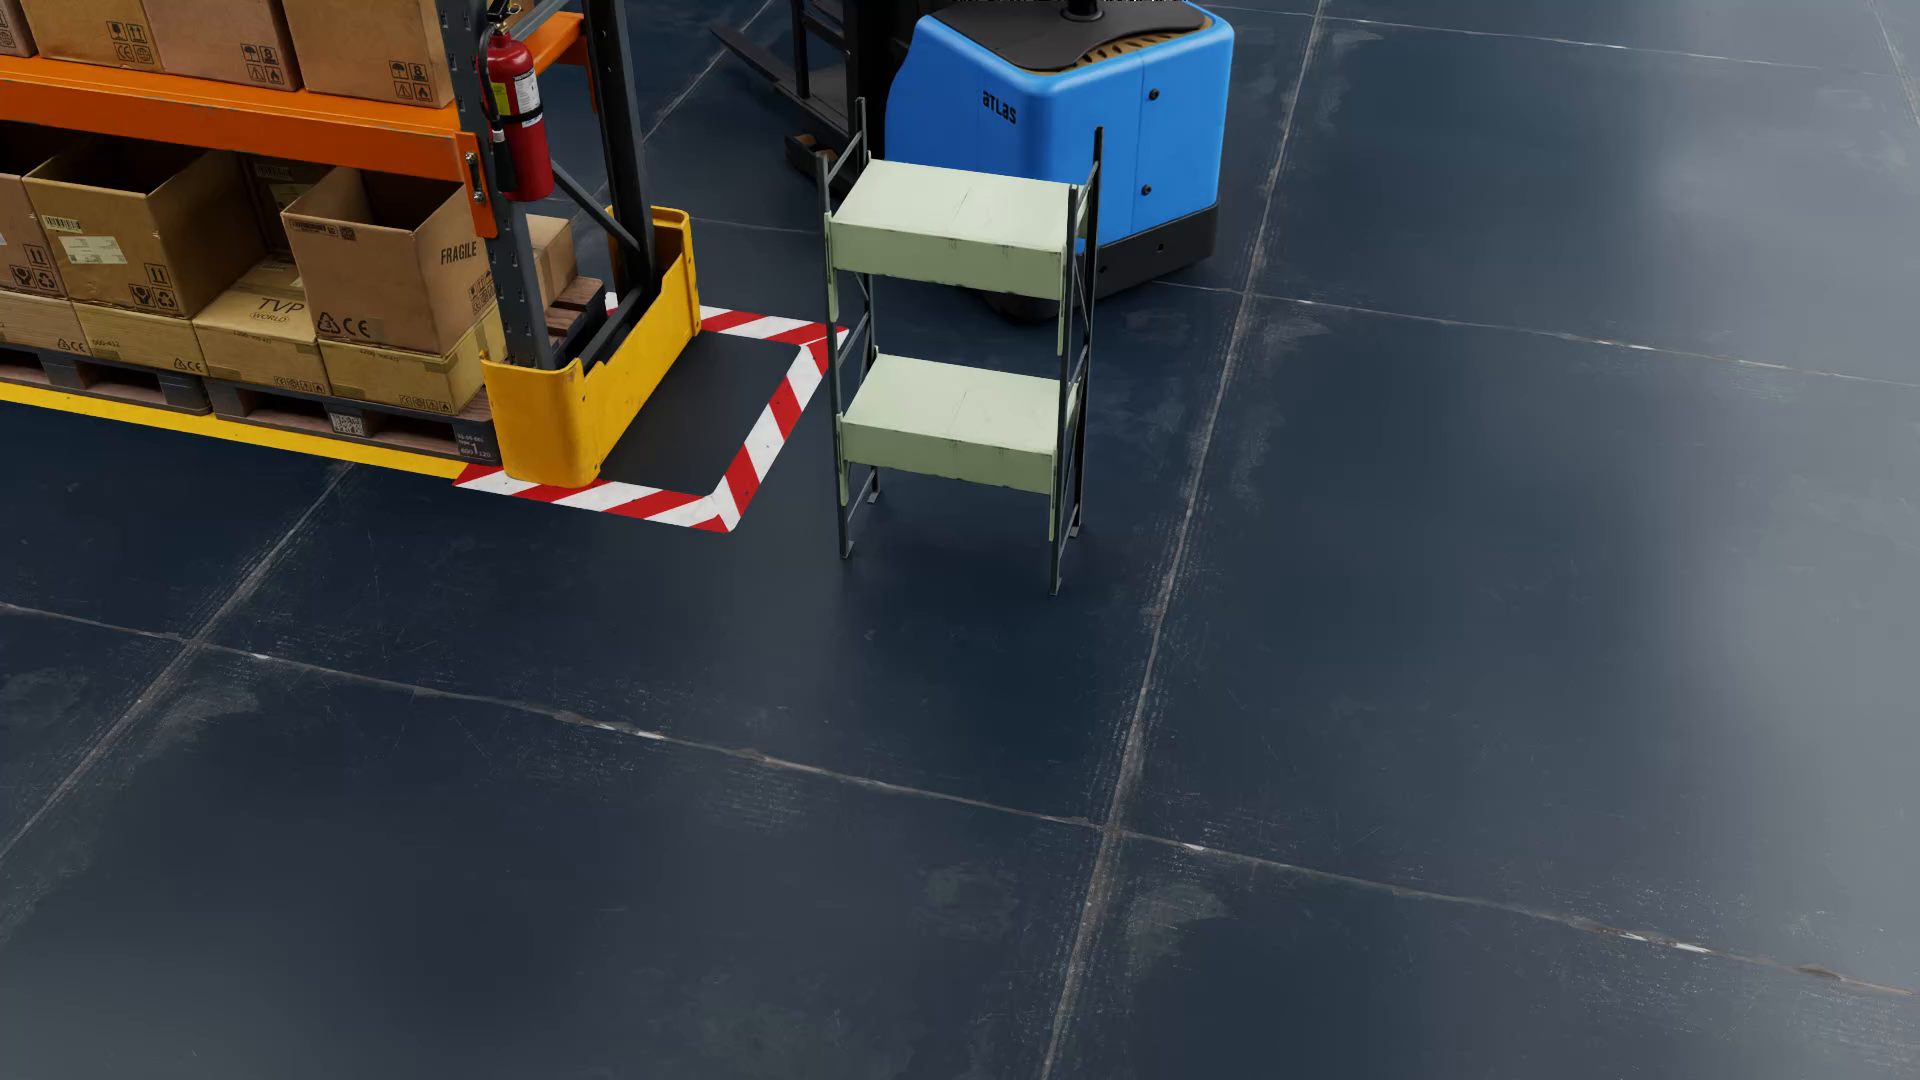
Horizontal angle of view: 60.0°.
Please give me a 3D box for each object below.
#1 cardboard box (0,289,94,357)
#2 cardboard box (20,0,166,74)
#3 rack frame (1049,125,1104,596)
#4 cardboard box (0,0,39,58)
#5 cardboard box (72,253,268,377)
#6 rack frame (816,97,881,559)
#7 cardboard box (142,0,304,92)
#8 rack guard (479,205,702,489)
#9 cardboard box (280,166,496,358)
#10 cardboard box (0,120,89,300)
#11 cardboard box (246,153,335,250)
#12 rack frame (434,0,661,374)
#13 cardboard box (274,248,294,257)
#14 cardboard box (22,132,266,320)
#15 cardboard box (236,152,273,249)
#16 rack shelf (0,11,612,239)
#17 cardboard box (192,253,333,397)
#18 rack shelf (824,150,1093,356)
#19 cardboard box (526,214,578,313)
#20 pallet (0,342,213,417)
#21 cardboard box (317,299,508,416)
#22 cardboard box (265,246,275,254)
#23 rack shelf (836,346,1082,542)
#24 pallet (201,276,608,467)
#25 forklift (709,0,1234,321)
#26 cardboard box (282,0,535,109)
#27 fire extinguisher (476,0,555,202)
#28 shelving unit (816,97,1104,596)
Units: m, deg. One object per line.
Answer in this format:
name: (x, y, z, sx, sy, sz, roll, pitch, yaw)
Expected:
cardboard box: (-3.426, -0.973, 6.388, 0.500, 0.250, 0.500, 10, 41, 11)
cardboard box: (-2.814, -2.012, 5.736, 0.500, 0.500, 0.700, 10, 41, 12)
rack frame: (0.360, -0.512, 5.194, 0.023, 1.500, 0.400, 10, 41, 11)
cardboard box: (-3.324, -2.097, 5.837, 0.500, 0.500, 0.700, 11, 41, 13)
cardboard box: (-2.944, -0.889, 6.288, 0.500, 0.250, 0.500, 10, 41, 11)
rack frame: (-0.347, -0.634, 5.339, 0.023, 1.500, 0.400, 10, 41, 11)
cardboard box: (-2.336, -1.926, 5.633, 0.500, 0.500, 0.700, 11, 41, 13)
rack guard: (-1.357, -0.757, 6.262, 0.348, 0.500, 1.175, 10, 41, 11)
cardboard box: (-1.975, -1.017, 5.857, 0.500, 0.500, 0.500, 10, 41, 11)
cardboard box: (-3.427, -1.258, 6.144, 0.500, 0.500, 0.500, 10, 41, 11)
cardboard box: (-2.324, -1.422, 6.339, 0.500, 0.500, 0.500, 10, 41, 11)
rack frame: (-1.380, -1.718, 5.463, 0.127, 3.000, 1.000, 10, 41, 11)
cardboard box: (-2.324, -1.134, 6.579, 0.500, 0.250, 0.500, 10, 41, 11)
cardboard box: (-2.945, -1.174, 6.044, 0.500, 0.500, 0.500, 10, 41, 11)
cardboard box: (-2.810, -1.497, 6.429, 0.500, 0.500, 0.500, 10, 41, 11)
rack shelf: (-3.312, -1.775, 6.090, 4.000, 0.370, 1.077, 10, 41, 11)
cardboard box: (-2.460, -0.807, 6.190, 0.500, 0.250, 0.500, 10, 41, 11)
rack shelf: (0.006, -0.872, 5.015, 0.720, 0.370, 0.431, 10, 41, 11)
cardboard box: (-1.840, -1.053, 6.483, 0.500, 0.250, 0.500, 10, 41, 11)
pallet: (-3.304, -0.955, 6.723, 1.213, 0.211, 1.003, 10, 41, 11)
cardboard box: (-1.974, -0.731, 6.100, 0.500, 0.250, 0.500, 10, 41, 11)
cardboard box: (-2.807, -1.217, 6.679, 0.500, 0.250, 0.500, 10, 41, 11)
rack shelf: (0.006, -0.324, 5.476, 0.720, 0.370, 0.431, 10, 41, 11)
pallet: (-2.129, -0.751, 6.480, 1.213, 0.211, 1.003, 10, 41, 11)
forklift: (-0.158, -2.914, 6.941, 1.130, 2.935, 3.031, -24, 46, -26)
cardboard box: (-1.828, -1.842, 5.533, 0.500, 0.500, 0.700, 10, 41, 11)
fire extinguisher: (-1.386, -1.380, 5.121, 0.183, 0.674, 0.296, 10, 41, 11)
shelving unit: (0.006, -0.573, 5.266, 0.755, 1.500, 0.431, 10, 41, 11)
